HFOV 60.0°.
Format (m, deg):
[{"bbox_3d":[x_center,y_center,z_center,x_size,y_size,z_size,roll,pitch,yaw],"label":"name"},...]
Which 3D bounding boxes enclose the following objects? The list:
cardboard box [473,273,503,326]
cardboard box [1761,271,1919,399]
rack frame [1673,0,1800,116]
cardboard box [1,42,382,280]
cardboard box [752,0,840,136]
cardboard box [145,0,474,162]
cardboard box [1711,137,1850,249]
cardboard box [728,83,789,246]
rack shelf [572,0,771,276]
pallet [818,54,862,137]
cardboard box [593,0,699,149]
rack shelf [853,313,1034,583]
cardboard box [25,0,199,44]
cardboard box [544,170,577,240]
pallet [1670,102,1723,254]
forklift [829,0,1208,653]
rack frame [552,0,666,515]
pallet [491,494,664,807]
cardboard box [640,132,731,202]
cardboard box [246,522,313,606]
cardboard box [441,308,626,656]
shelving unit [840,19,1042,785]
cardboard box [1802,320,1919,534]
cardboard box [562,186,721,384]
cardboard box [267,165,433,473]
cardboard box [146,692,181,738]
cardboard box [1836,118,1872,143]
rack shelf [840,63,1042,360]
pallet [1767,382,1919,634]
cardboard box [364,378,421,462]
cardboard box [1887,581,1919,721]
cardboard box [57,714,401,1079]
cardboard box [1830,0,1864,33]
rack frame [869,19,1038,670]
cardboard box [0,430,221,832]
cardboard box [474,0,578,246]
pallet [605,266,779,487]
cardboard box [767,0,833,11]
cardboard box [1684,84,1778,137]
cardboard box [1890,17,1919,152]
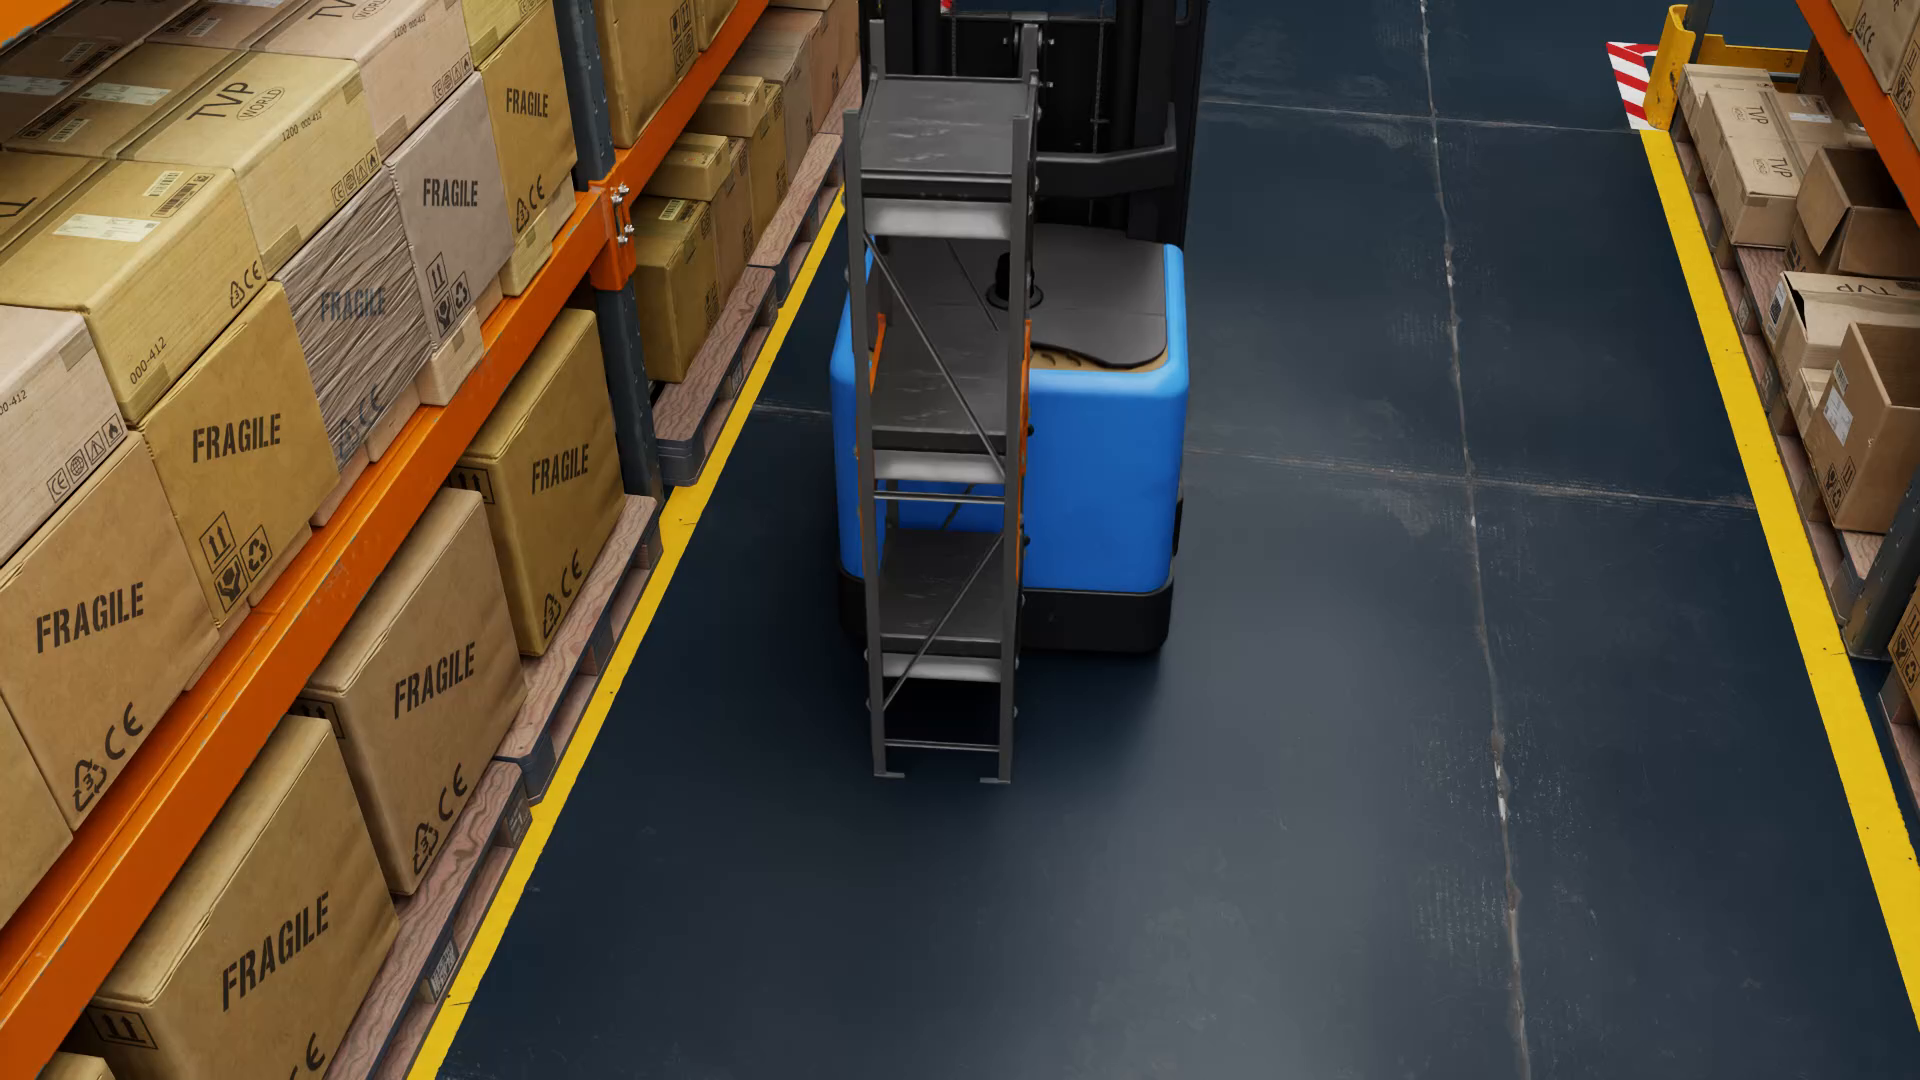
[{"bbox_3d":[-1.438,-0.653,4.368,0.380,0.149,0.250,8,40,9],"label":"cardboard box"},{"bbox_3d":[3.280,-0.753,6.072,0.500,0.311,0.500,6,40,8],"label":"cardboard box"},{"bbox_3d":[4.023,-3.271,7.352,1.000,3.000,0.127,6,40,8],"label":"rack frame"},{"bbox_3d":[-1.564,-0.793,3.439,0.500,0.250,0.500,7,40,9],"label":"cardboard box"},{"bbox_3d":[-0.966,-2.249,7.748,0.700,0.500,0.500,6,40,8],"label":"cardboard box"},{"bbox_3d":[-1.476,-1.113,3.826,0.500,0.250,0.500,7,40,9],"label":"cardboard box"},{"bbox_3d":[3.476,-1.443,6.954,0.500,0.250,0.500,6,40,8],"label":"cardboard box"},{"bbox_3d":[-1.137,-1.598,6.961,0.700,0.500,0.500,7,40,9],"label":"cardboard box"},{"bbox_3d":[-1.203,-2.282,6.721,1.077,0.370,4.000,6,40,8],"label":"rack shelf"},{"bbox_3d":[-0.918,-2.230,8.281,1.003,0.211,1.213,6,40,8],"label":"pallet"},{"bbox_3d":[-1.439,-1.759,5.288,0.980,0.700,0.700,7,40,8],"label":"cardboard box"},{"bbox_3d":[-0.034,-0.248,4.424,0.431,0.518,0.480,3,40,3],"label":"rack shelf"},{"bbox_3d":[-1.969,-1.165,3.889,0.500,0.250,0.500,7,40,8],"label":"cardboard box"},{"bbox_3d":[-1.329,-0.972,4.753,0.380,0.149,0.250,7,40,8],"label":"cardboard box"},{"bbox_3d":[3.873,-1.648,7.578,1.003,0.211,1.213,6,40,8],"label":"pallet"},{"bbox_3d":[0.245,-1.703,5.509,1.130,2.935,3.031,3,40,3],"label":"forklift"},{"bbox_3d":[-1.549,-1.304,4.974,1.000,3.000,0.127,6,40,8],"label":"rack frame"},{"bbox_3d":[-1.608,0.263,5.266,1.003,0.211,1.213,6,40,8],"label":"pallet"},{"bbox_3d":[-1.080,-1.406,6.219,0.380,0.149,0.250,8,40,9],"label":"cardboard box"},{"bbox_3d":[-1.649,-0.014,3.594,0.380,0.149,0.250,8,40,9],"label":"cardboard box"},{"bbox_3d":[-1.533,-0.215,5.014,0.750,0.750,0.750,7,40,8],"label":"cardboard box"},{"bbox_3d":[-0.034,-0.259,4.415,0.431,2.100,0.503,3,40,3],"label":"shelving unit"},{"bbox_3d":[3.150,-0.356,5.442,0.500,0.500,0.500,6,40,8],"label":"cardboard box"},{"bbox_3d":[-1.319,-0.961,6.190,0.700,0.500,0.500,7,40,8],"label":"cardboard box"},{"bbox_3d":[-1.554,-0.512,3.688,0.500,0.500,0.500,6,40,8],"label":"cardboard box"},{"bbox_3d":[-1.761,0.303,3.210,0.380,0.149,0.250,7,40,8],"label":"cardboard box"},{"bbox_3d":[4.013,-1.736,7.374,0.380,0.166,0.250,6,40,8],"label":"cardboard box"},{"bbox_3d":[-0.034,-0.787,3.977,0.431,0.518,0.480,3,40,3],"label":"rack shelf"},{"bbox_3d":[3.450,-0.117,5.726,1.003,0.211,1.213,6,40,8],"label":"pallet"},{"bbox_3d":[-1.534,-0.335,3.983,0.380,0.149,0.250,6,40,8],"label":"cardboard box"},{"bbox_3d":[3.007,0.310,4.637,0.500,0.500,0.500,5,40,6],"label":"cardboard box"},{"bbox_3d":[-1.827,0.877,3.693,0.750,0.750,0.750,6,40,7],"label":"cardboard box"},{"bbox_3d":[3.424,-2.107,5.866,0.500,0.500,0.500,7,40,8],"label":"cardboard box"},{"bbox_3d":[-0.015,-0.414,4.602,0.400,2.100,0.015,3,40,3],"label":"rack frame"},{"bbox_3d":[-1.718,0.129,2.912,0.500,0.500,0.500,6,40,7],"label":"cardboard box"},{"bbox_3d":[-1.381,-1.148,4.457,0.500,0.500,0.500,6,40,7],"label":"cardboard box"},{"bbox_3d":[-1.340,-0.698,6.429,1.003,0.211,1.213,6,40,8],"label":"pallet"},{"bbox_3d":[-0.766,-2.552,7.605,0.380,0.149,0.250,7,40,9],"label":"cardboard box"},{"bbox_3d":[3.569,-1.967,7.653,0.380,0.166,0.250,6,40,8],"label":"cardboard box"},{"bbox_3d":[3.252,-1.465,5.089,0.500,0.500,0.500,7,40,9],"label":"cardboard box"}]
